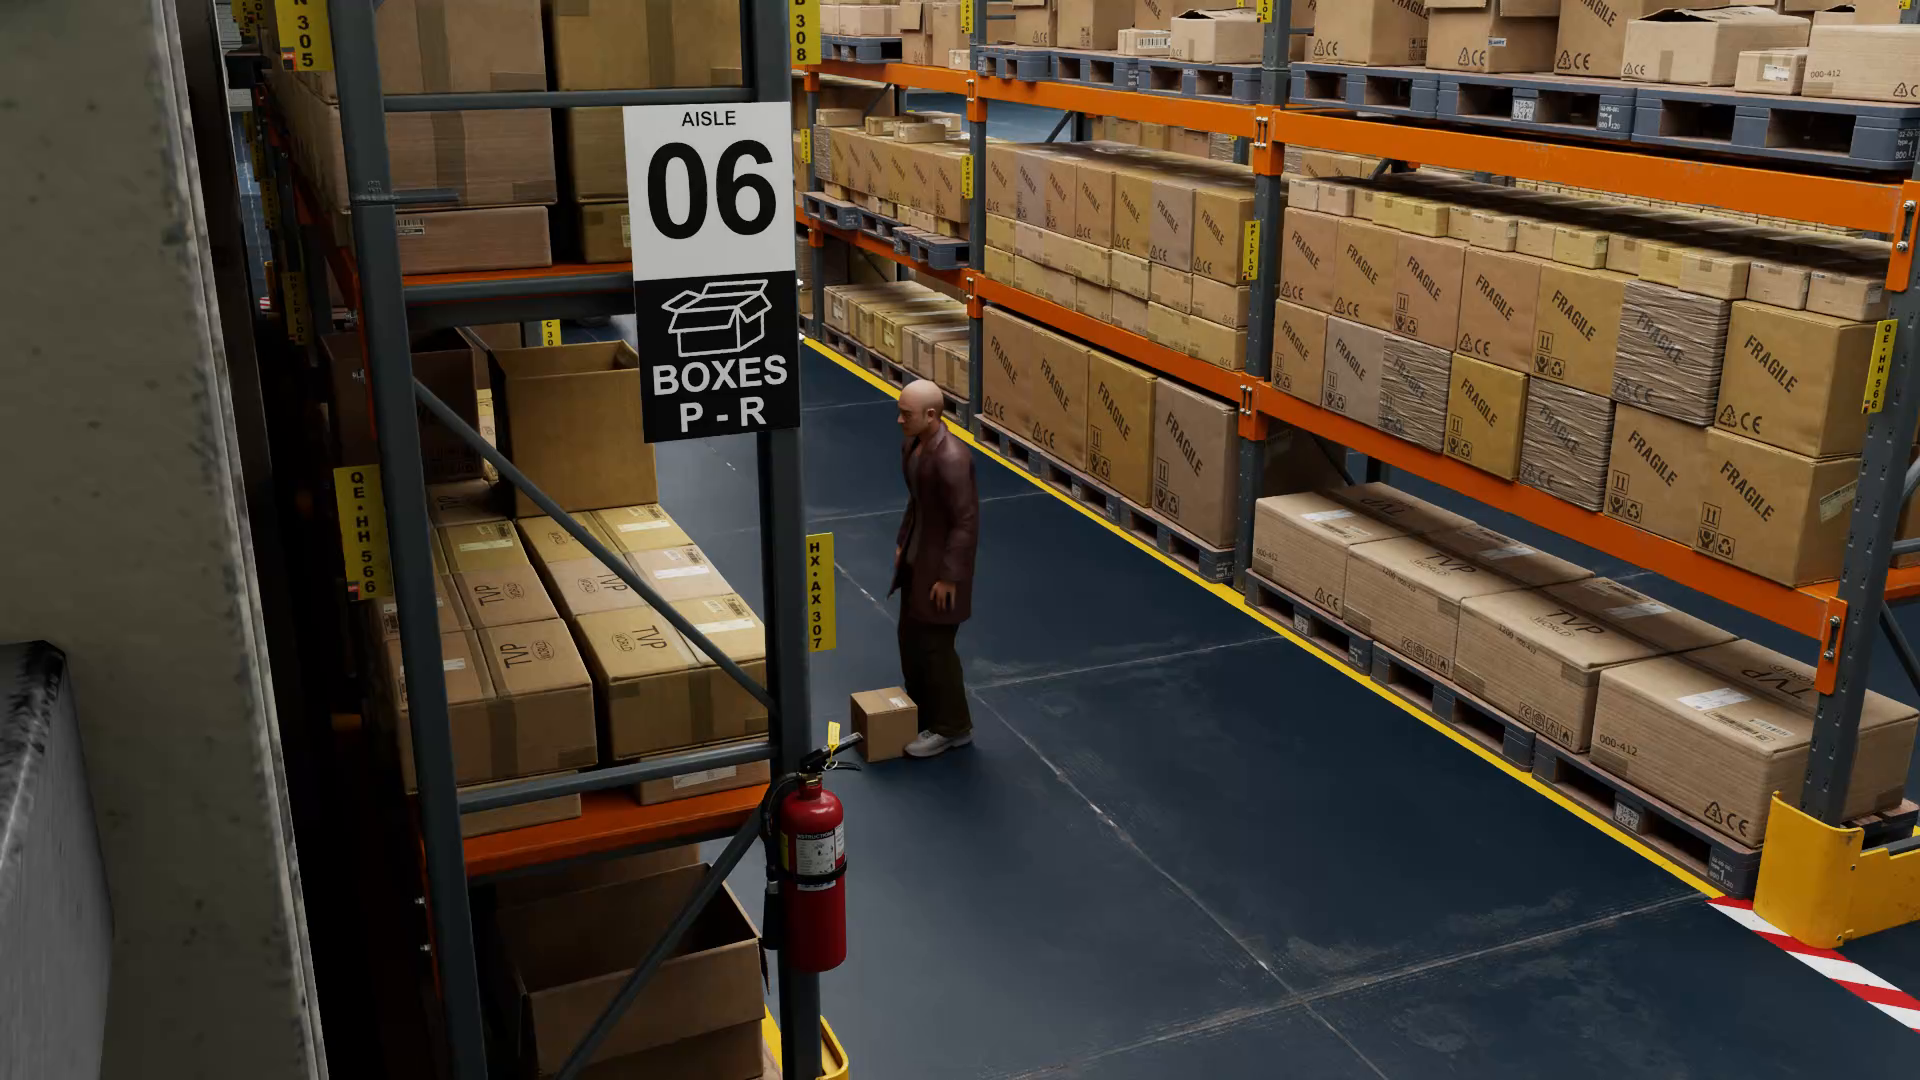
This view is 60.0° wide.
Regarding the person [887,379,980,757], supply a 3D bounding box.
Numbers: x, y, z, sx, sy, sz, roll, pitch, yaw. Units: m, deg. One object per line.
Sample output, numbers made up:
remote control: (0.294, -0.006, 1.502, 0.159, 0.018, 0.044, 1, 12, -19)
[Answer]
person: (-0.138, 0.114, 7.745, 0.428, 1.773, 0.643, -8, 20, -22)
